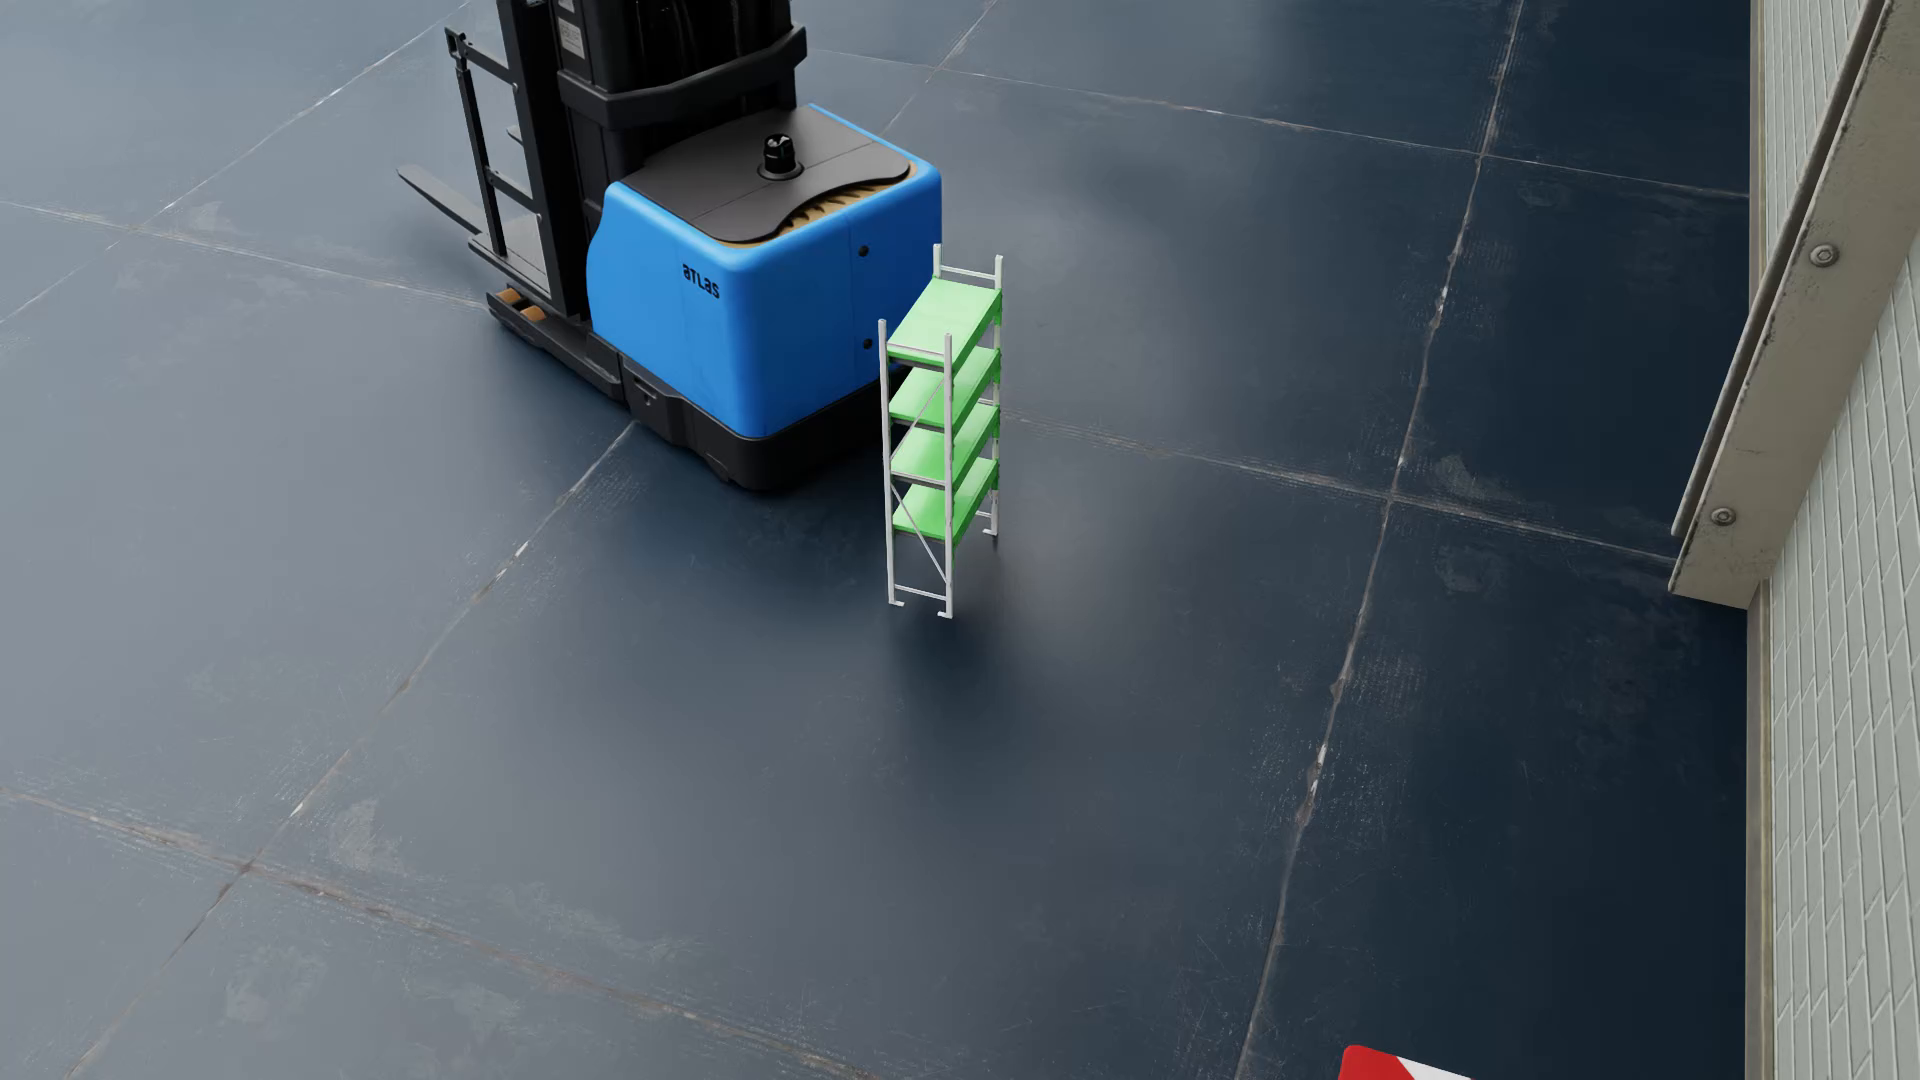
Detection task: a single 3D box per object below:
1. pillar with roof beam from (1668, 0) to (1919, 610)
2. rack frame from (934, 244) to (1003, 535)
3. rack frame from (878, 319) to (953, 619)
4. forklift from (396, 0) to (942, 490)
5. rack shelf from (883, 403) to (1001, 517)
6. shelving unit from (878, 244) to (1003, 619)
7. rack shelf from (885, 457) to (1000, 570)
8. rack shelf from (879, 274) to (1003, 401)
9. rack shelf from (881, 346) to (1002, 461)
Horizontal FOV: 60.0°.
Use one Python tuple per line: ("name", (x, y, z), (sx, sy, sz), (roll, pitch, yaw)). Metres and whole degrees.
("pillar with roof beam", (-1.266, -4.276, 4.329), (9.100, 9.000, 0.400), (13, 42, 15))
("rack frame", (0.027, -0.504, 5.917), (0.240, 1.200, 0.015), (13, 42, 15))
("rack frame", (-0.140, -0.207, 5.568), (0.240, 1.200, 0.015), (13, 42, 15))
("forklift", (-1.431, -2.169, 6.534), (1.130, 2.935, 3.031), (-32, 50, -32))
("rack shelf", (-0.057, -0.307, 5.784), (0.258, 0.148, 0.480), (13, 42, 15))
("shelving unit", (-0.057, -0.355, 5.742), (0.258, 1.200, 0.503), (13, 42, 15))
("rack shelf", (-0.057, -0.124, 5.939), (0.258, 0.148, 0.480), (13, 42, 15))
("rack shelf", (-0.057, -0.672, 5.472), (0.258, 0.148, 0.480), (13, 42, 15))
("rack shelf", (-0.057, -0.489, 5.628), (0.258, 0.148, 0.480), (13, 42, 15))
